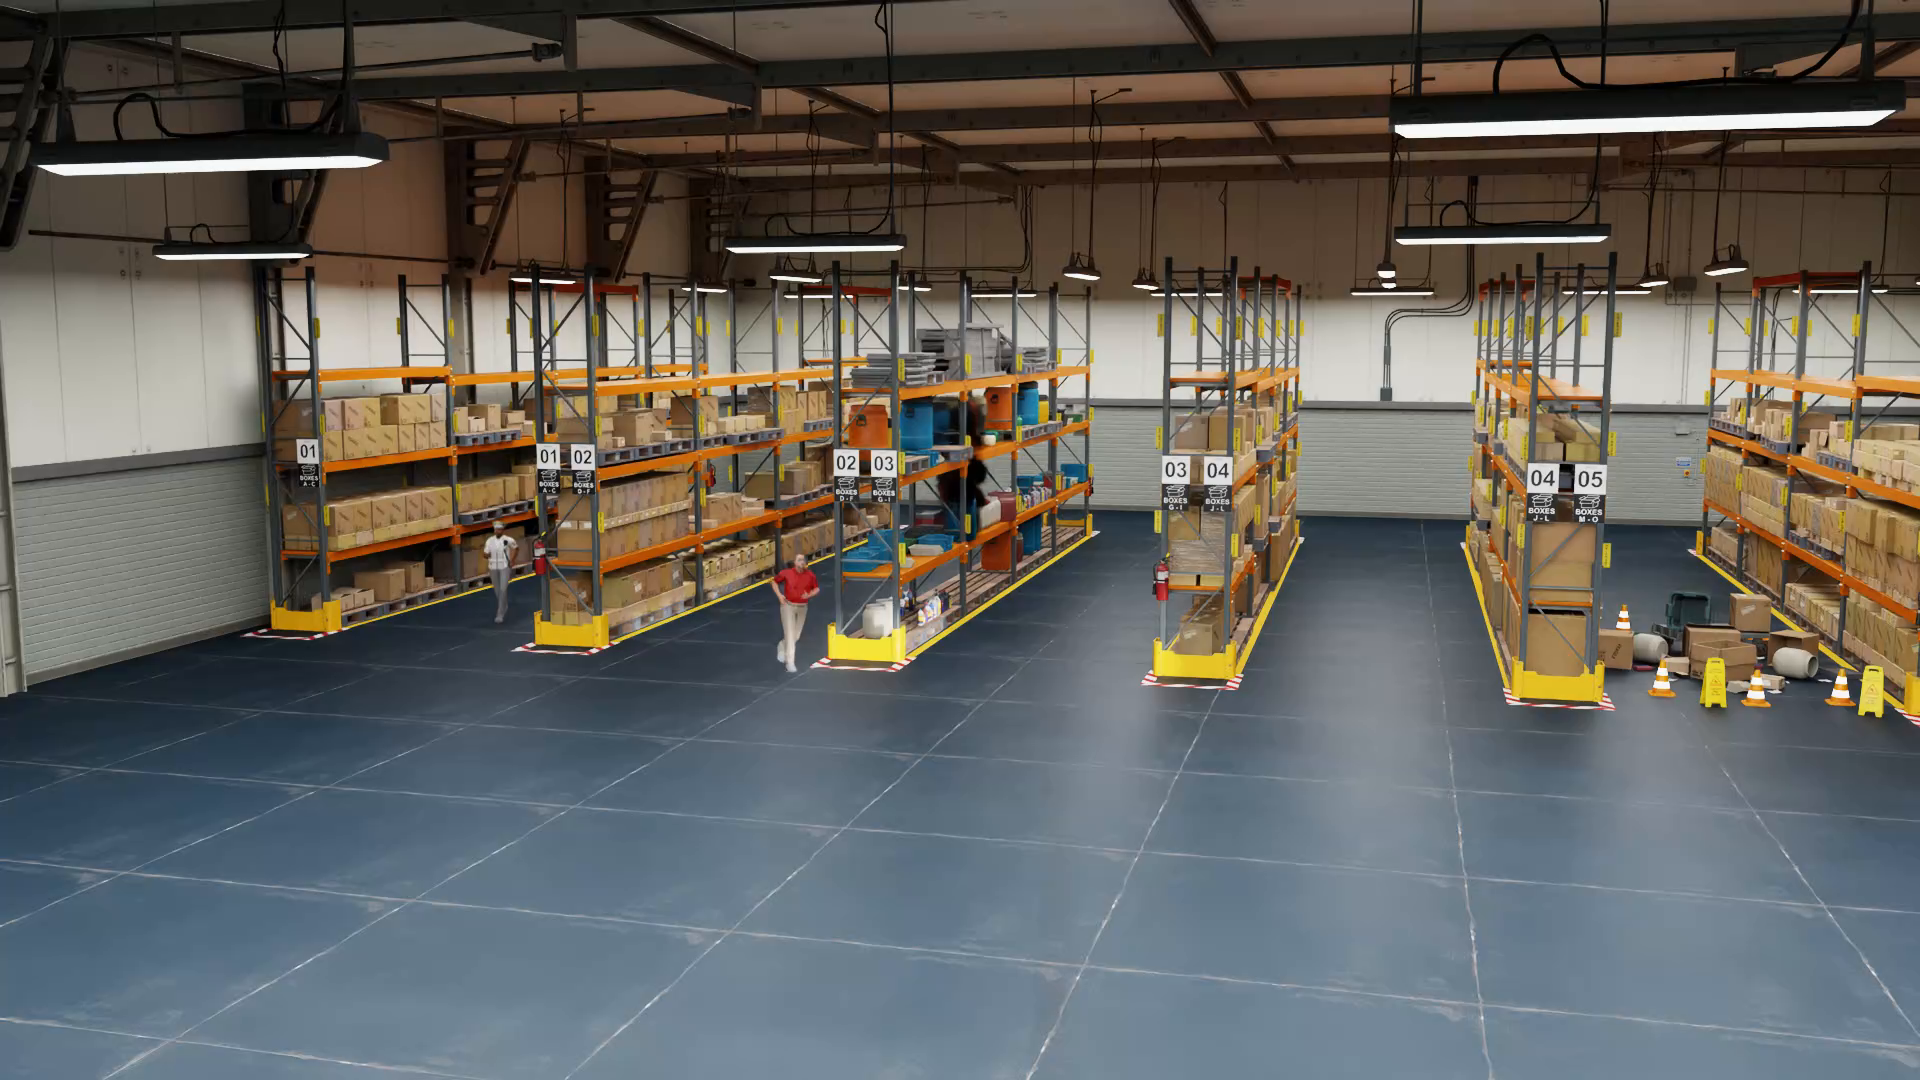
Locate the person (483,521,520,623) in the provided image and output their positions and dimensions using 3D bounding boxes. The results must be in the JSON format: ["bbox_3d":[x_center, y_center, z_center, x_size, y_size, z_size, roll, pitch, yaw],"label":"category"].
[{"bbox_3d":[-7.906,0.510,28.577,0.575,1.696,0.909,0,7,2],"label":"person"}]

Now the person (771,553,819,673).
[{"bbox_3d":[-2.433,1.054,24.721,0.695,1.734,0.897,-3,8,-25],"label":"person"}]
